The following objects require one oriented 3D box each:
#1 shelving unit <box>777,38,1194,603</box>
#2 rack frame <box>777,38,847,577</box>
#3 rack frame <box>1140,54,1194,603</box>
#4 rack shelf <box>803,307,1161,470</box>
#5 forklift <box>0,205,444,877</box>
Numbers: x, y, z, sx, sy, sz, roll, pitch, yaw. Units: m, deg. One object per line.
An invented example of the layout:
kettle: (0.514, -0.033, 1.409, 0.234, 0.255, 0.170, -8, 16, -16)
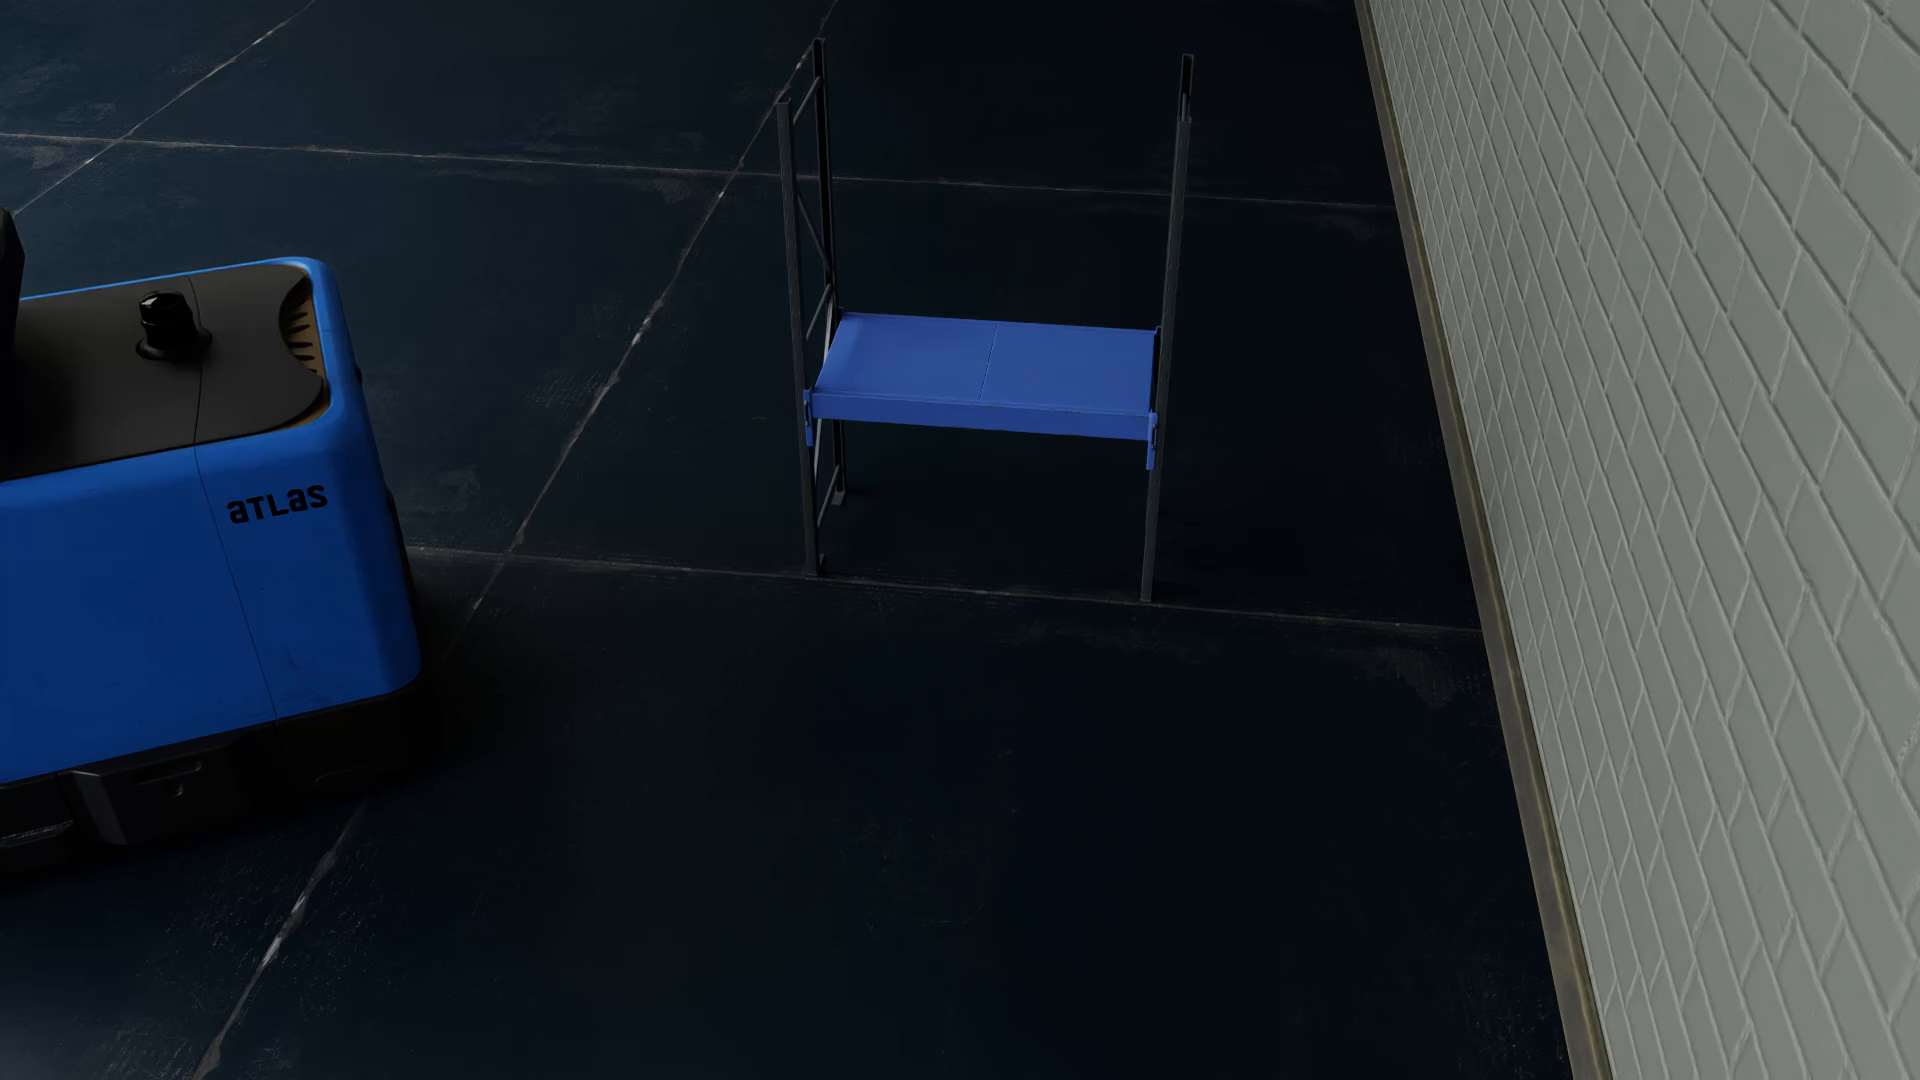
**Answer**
shelving unit: (0.085, -0.604, 4.805, 1.048, 1.500, 0.538, 4, 36, 6)
rack frame: (-0.420, -0.642, 4.858, 0.032, 1.500, 0.500, 4, 36, 6)
rack frame: (0.589, -0.567, 4.753, 0.032, 1.500, 0.500, 4, 36, 6)
rack shelf: (0.085, -0.458, 4.910, 1.000, 0.185, 0.538, 4, 36, 6)
forklift: (-2.932, -0.529, 3.468, 3.031, 2.935, 1.130, -13, 38, -17)
